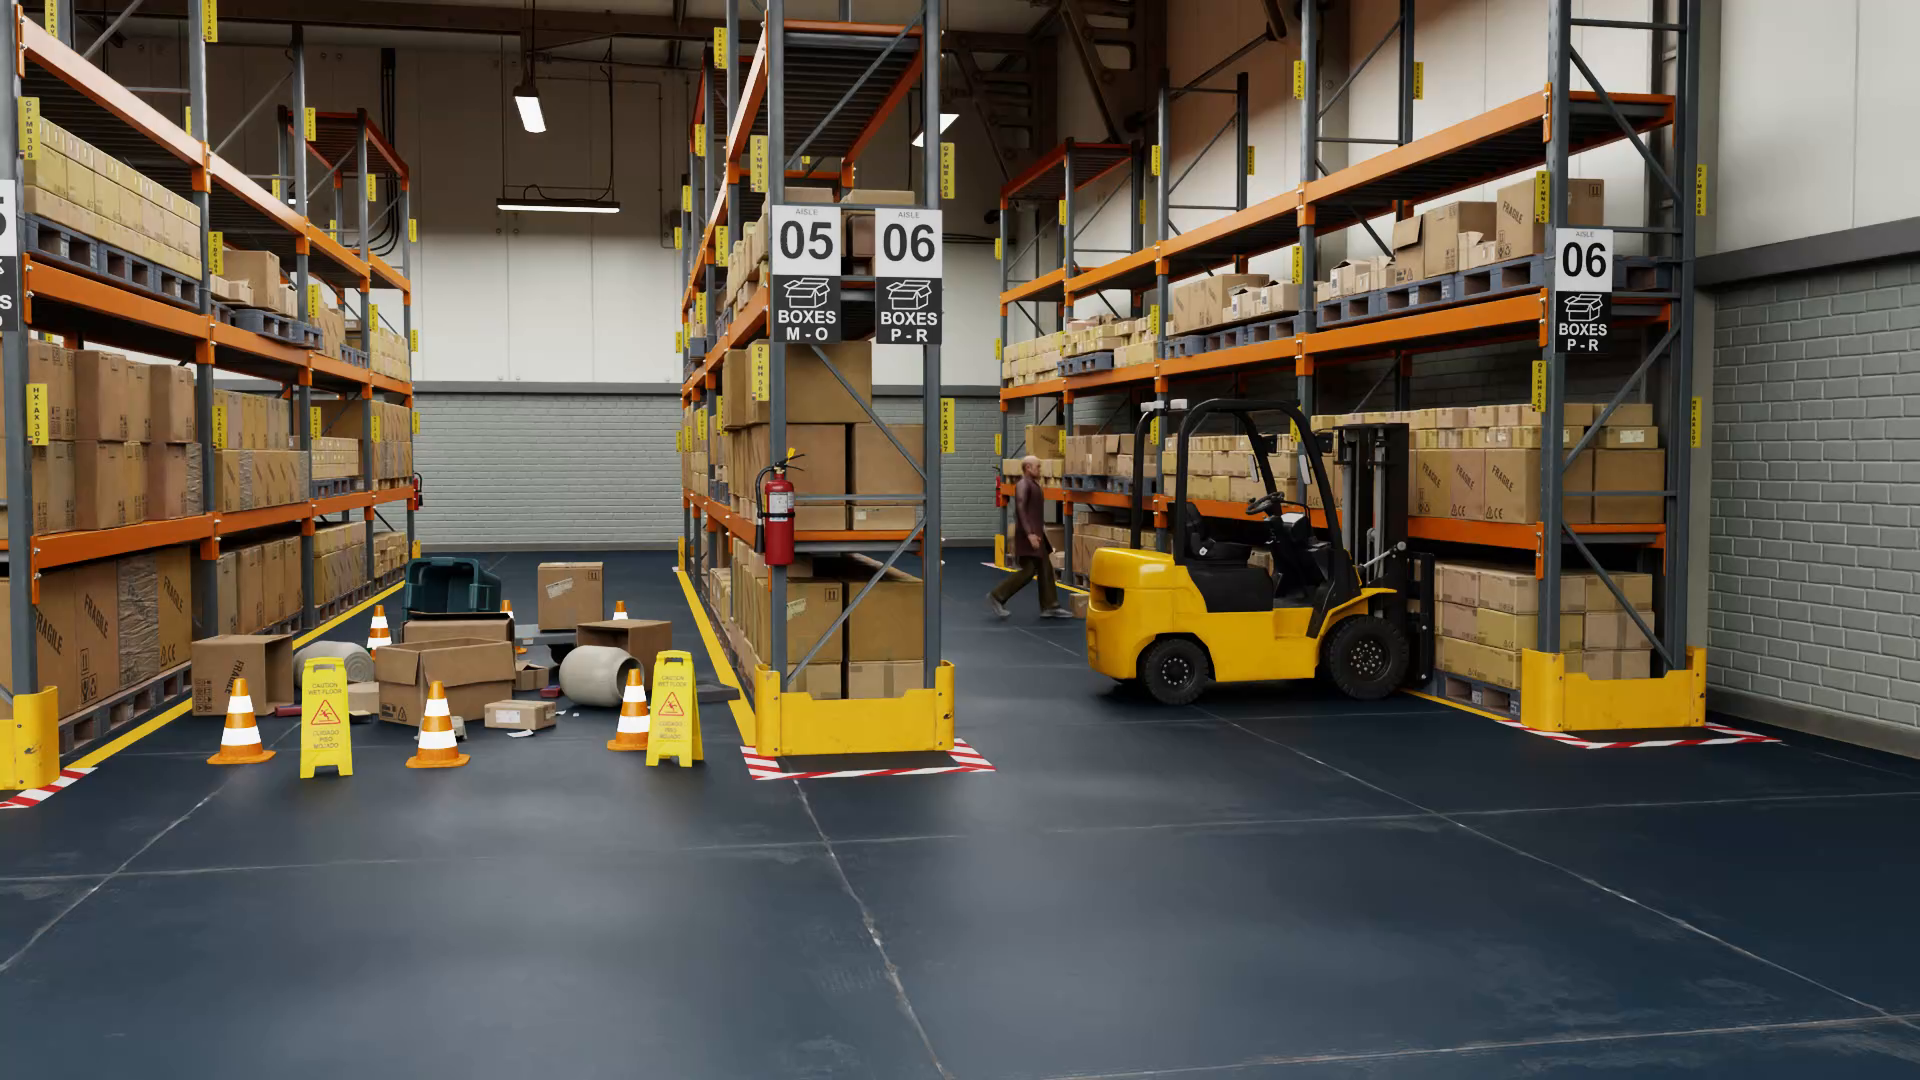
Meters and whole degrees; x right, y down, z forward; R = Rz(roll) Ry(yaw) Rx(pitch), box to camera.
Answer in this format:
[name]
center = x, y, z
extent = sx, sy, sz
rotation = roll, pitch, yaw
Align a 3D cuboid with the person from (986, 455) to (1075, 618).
[person]
center = 0.770, -0.029, 17.927
extent = 0.942, 1.764, 0.714
rotation = 1, 3, 11
